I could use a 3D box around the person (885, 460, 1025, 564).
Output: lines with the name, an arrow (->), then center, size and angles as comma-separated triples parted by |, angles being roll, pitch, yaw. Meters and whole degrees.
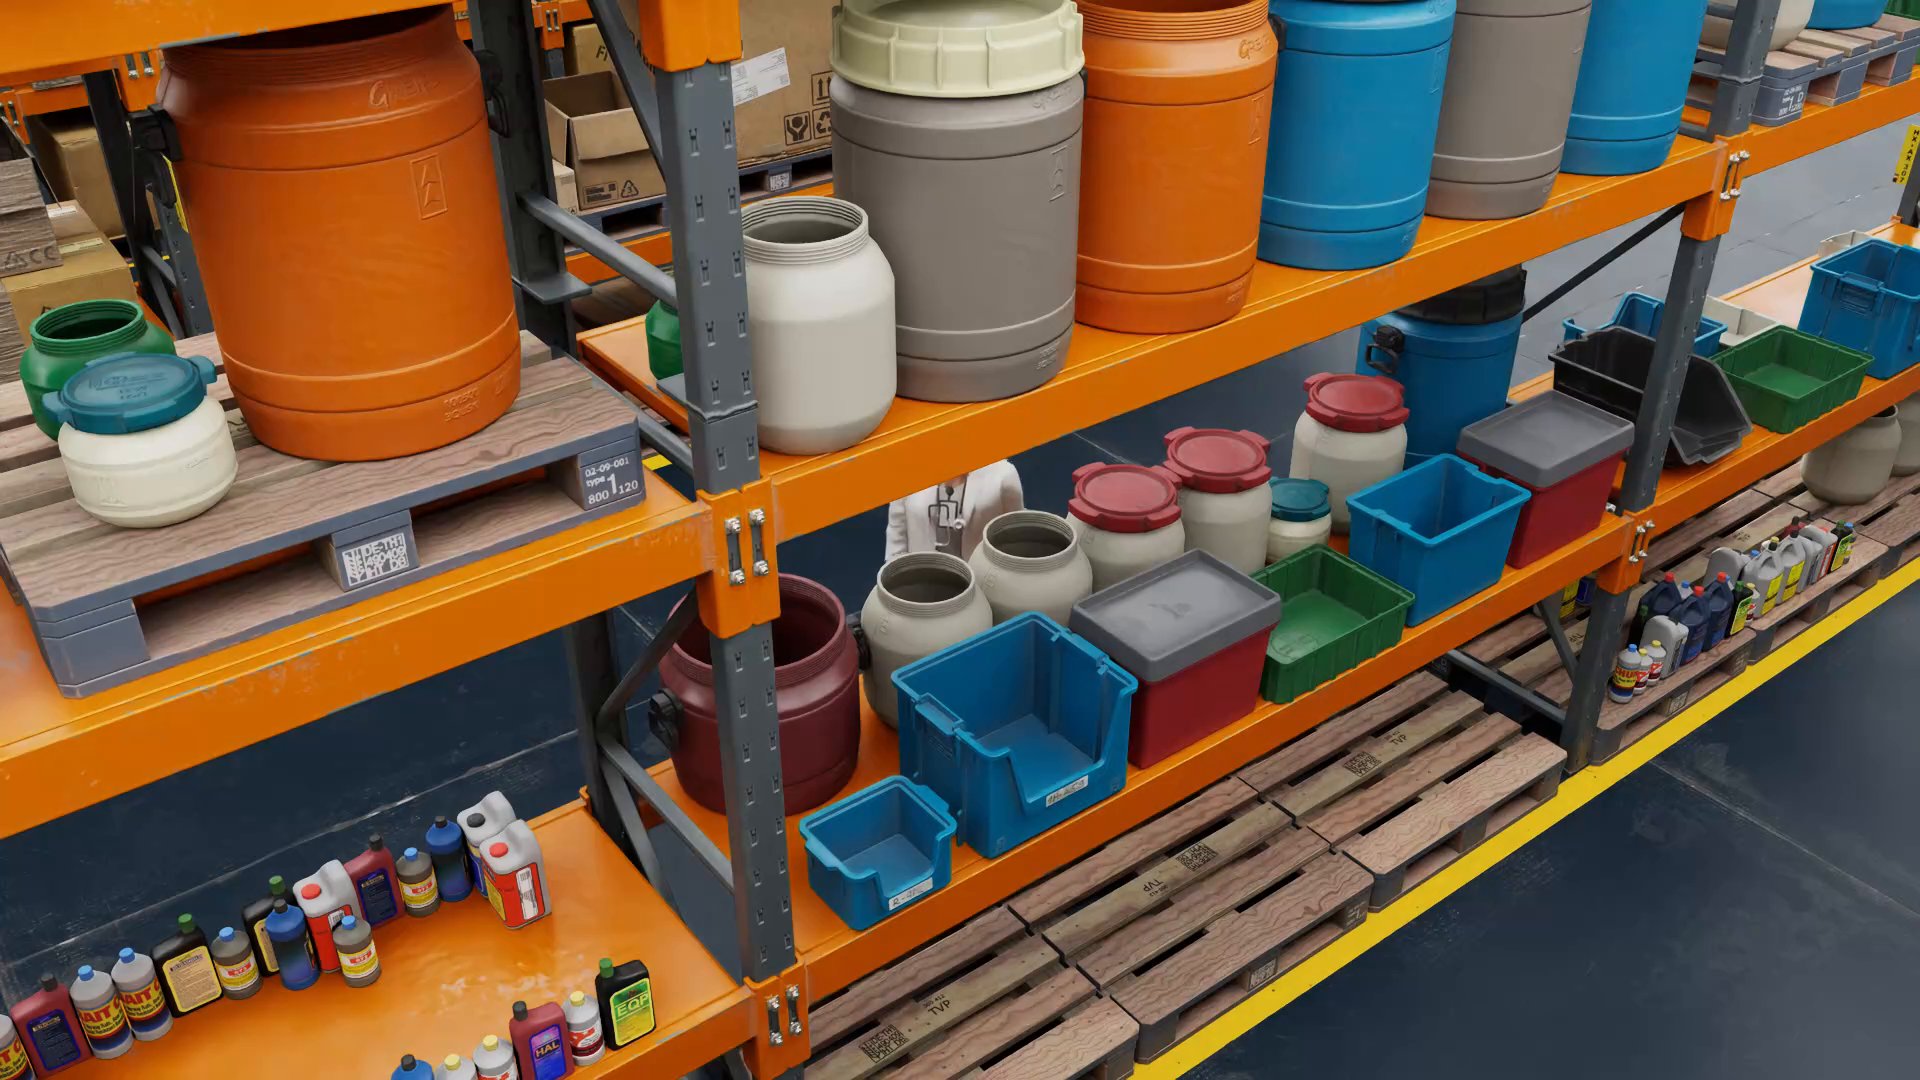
person -> -0.033, 0.262, 6.720 | 0.607, 1.765, 0.870 | 7, 32, 11
